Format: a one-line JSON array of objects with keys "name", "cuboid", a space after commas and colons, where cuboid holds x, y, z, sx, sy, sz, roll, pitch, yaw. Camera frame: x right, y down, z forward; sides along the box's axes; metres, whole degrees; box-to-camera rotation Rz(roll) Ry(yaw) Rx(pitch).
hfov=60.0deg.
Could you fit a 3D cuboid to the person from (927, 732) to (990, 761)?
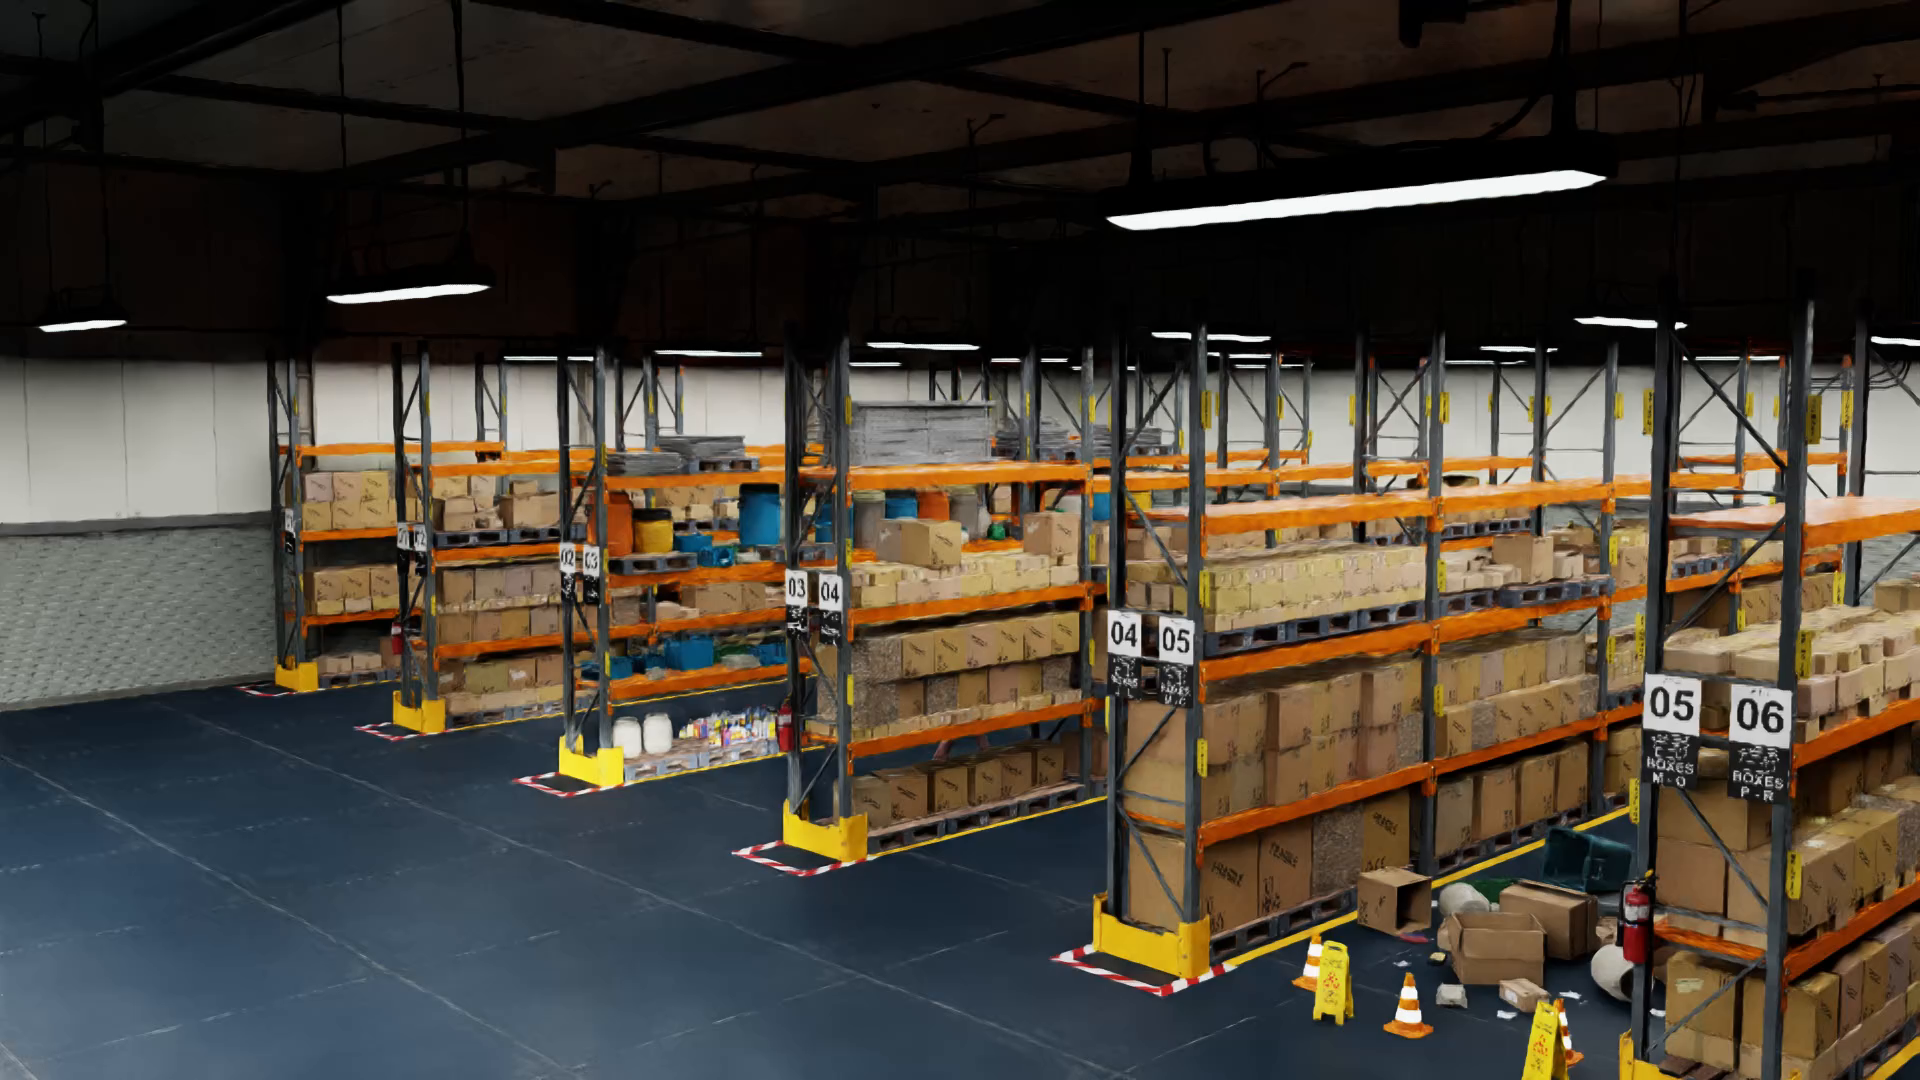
[{"name": "person", "cuboid": [0.026, 2.347, 23.102, 1.006, 1.601, 0.448, -3, 6, -34]}]
